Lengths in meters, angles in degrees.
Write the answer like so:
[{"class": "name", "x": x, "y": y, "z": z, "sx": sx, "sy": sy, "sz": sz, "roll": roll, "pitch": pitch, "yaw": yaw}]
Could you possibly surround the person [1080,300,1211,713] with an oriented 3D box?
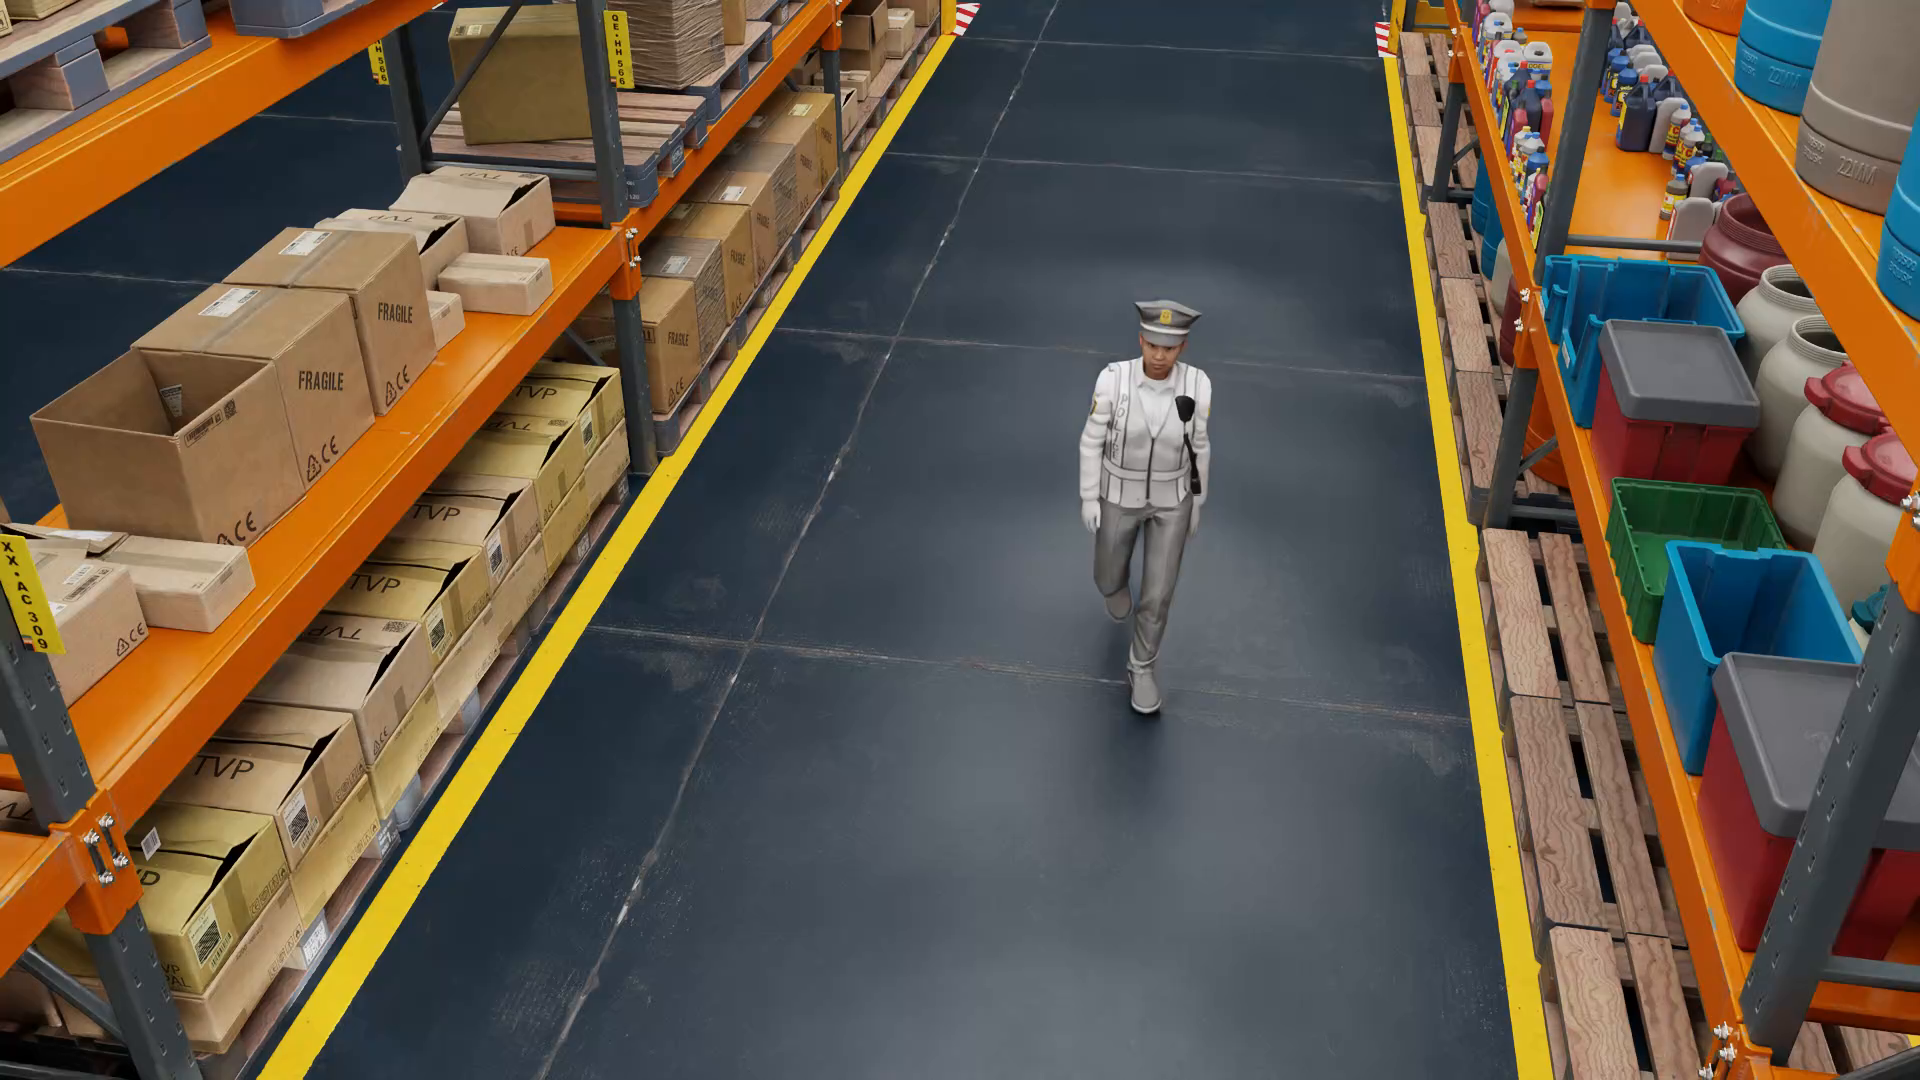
[{"class": "person", "x": 0.701, "y": -0.203, "z": 6.404, "sx": 0.495, "sy": 1.662, "sz": 0.732, "roll": 2, "pitch": 33, "yaw": 4}]
